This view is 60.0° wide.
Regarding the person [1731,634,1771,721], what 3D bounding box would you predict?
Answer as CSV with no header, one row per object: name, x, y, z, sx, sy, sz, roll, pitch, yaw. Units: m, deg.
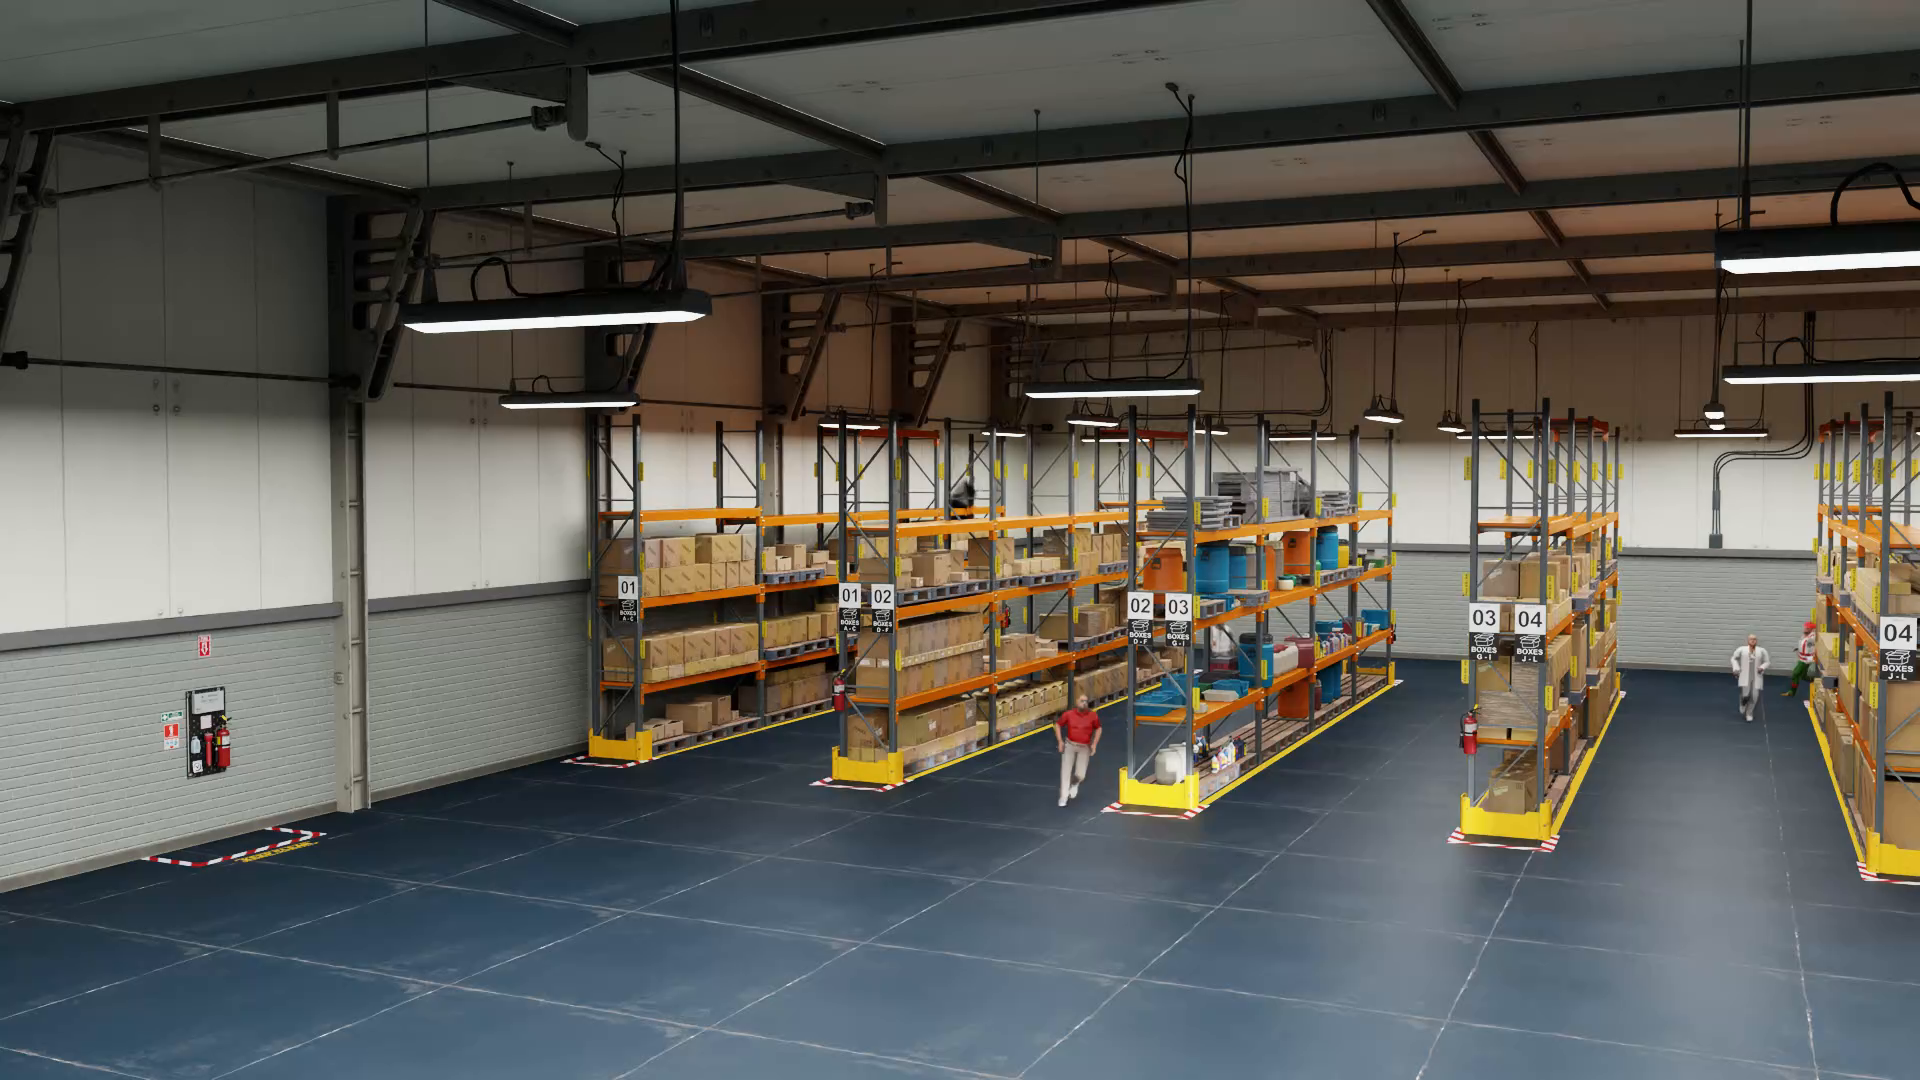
person,15.910,2.768,33.444,0.708,1.737,0.640,1,3,20

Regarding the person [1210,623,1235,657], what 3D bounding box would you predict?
person,5.969,2.552,38.154,0.614,1.757,0.768,1,2,17

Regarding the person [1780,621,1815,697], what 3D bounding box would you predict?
person,18.570,2.631,36.510,0.869,1.719,0.796,0,2,9

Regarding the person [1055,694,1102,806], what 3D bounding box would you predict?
person,1.777,3.151,25.025,0.711,1.665,0.526,0,2,3
